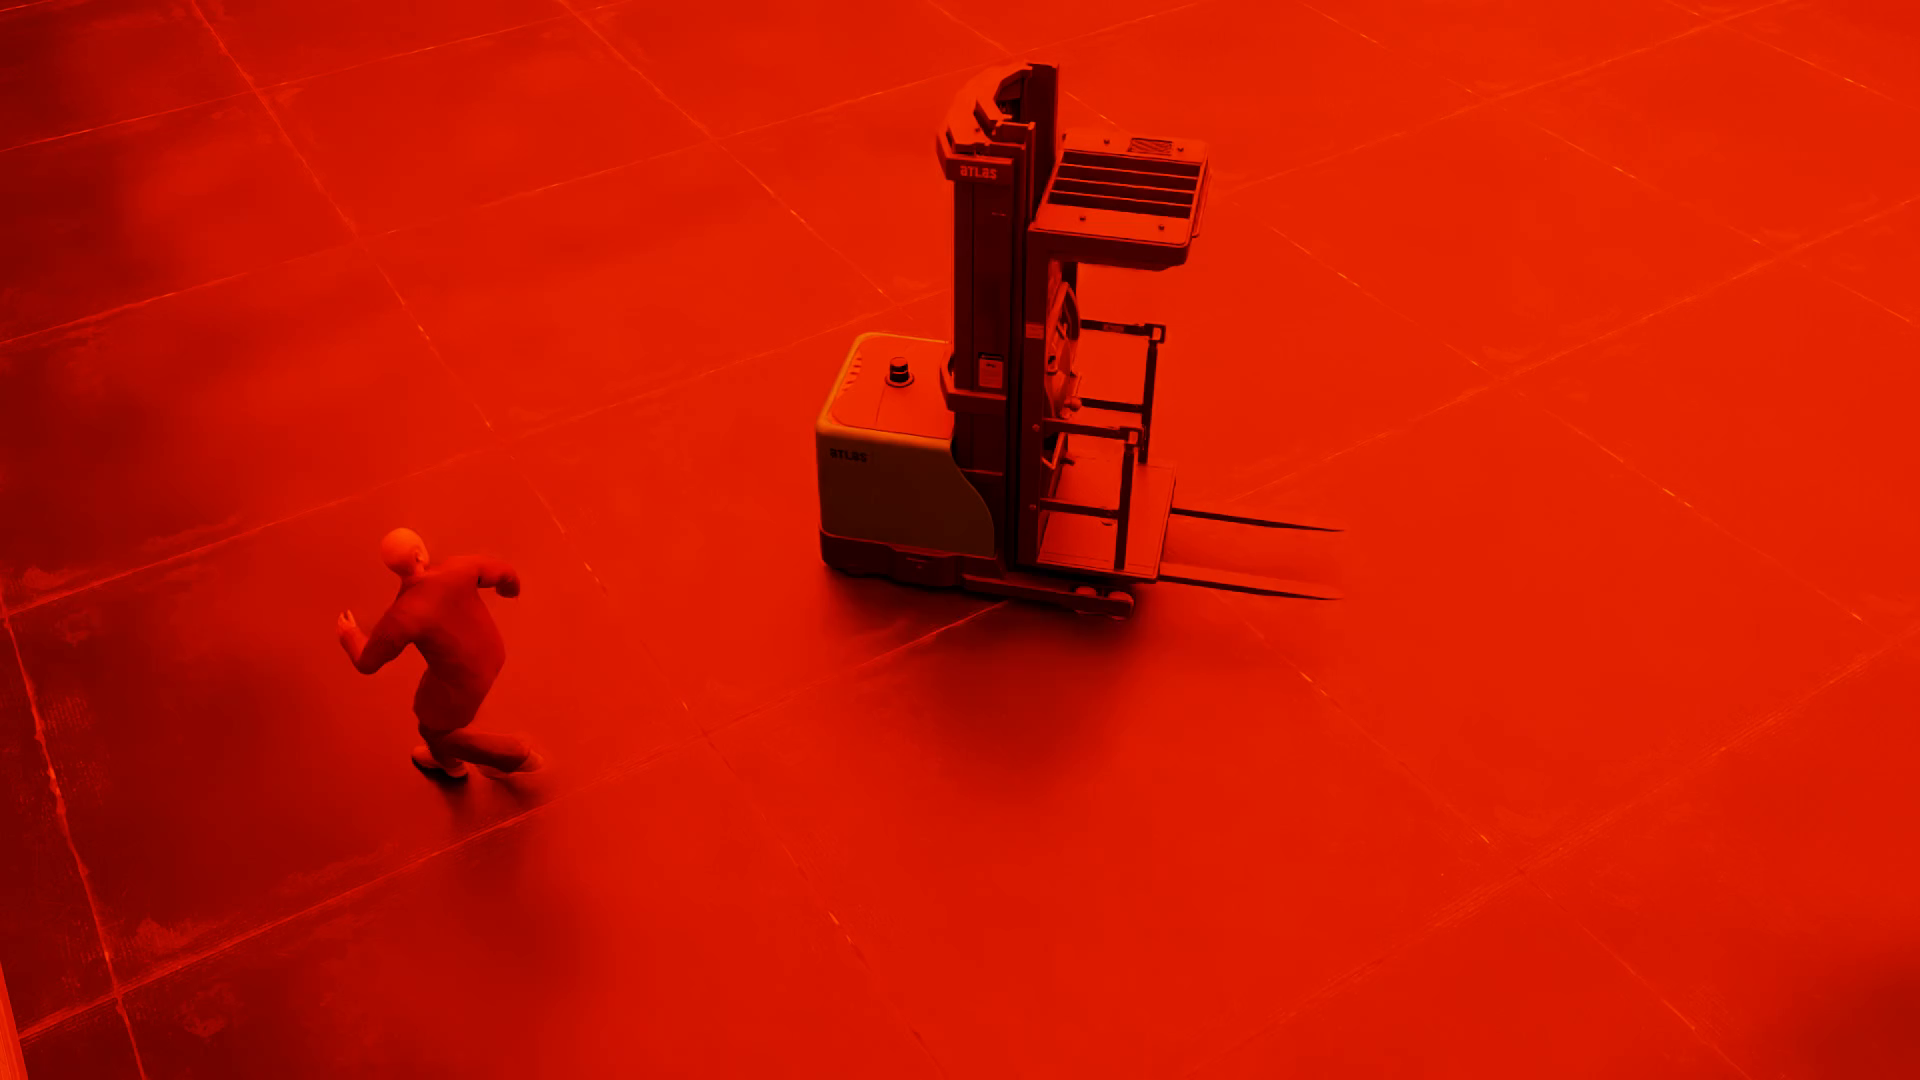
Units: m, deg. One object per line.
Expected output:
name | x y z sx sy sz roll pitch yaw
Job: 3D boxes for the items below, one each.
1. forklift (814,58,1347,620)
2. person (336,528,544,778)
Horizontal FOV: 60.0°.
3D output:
forklift | 0.744 -1.031 9.050 3.031 2.935 1.130 8 42 9
person | -2.562 0.523 8.264 0.911 1.647 0.926 15 43 16
